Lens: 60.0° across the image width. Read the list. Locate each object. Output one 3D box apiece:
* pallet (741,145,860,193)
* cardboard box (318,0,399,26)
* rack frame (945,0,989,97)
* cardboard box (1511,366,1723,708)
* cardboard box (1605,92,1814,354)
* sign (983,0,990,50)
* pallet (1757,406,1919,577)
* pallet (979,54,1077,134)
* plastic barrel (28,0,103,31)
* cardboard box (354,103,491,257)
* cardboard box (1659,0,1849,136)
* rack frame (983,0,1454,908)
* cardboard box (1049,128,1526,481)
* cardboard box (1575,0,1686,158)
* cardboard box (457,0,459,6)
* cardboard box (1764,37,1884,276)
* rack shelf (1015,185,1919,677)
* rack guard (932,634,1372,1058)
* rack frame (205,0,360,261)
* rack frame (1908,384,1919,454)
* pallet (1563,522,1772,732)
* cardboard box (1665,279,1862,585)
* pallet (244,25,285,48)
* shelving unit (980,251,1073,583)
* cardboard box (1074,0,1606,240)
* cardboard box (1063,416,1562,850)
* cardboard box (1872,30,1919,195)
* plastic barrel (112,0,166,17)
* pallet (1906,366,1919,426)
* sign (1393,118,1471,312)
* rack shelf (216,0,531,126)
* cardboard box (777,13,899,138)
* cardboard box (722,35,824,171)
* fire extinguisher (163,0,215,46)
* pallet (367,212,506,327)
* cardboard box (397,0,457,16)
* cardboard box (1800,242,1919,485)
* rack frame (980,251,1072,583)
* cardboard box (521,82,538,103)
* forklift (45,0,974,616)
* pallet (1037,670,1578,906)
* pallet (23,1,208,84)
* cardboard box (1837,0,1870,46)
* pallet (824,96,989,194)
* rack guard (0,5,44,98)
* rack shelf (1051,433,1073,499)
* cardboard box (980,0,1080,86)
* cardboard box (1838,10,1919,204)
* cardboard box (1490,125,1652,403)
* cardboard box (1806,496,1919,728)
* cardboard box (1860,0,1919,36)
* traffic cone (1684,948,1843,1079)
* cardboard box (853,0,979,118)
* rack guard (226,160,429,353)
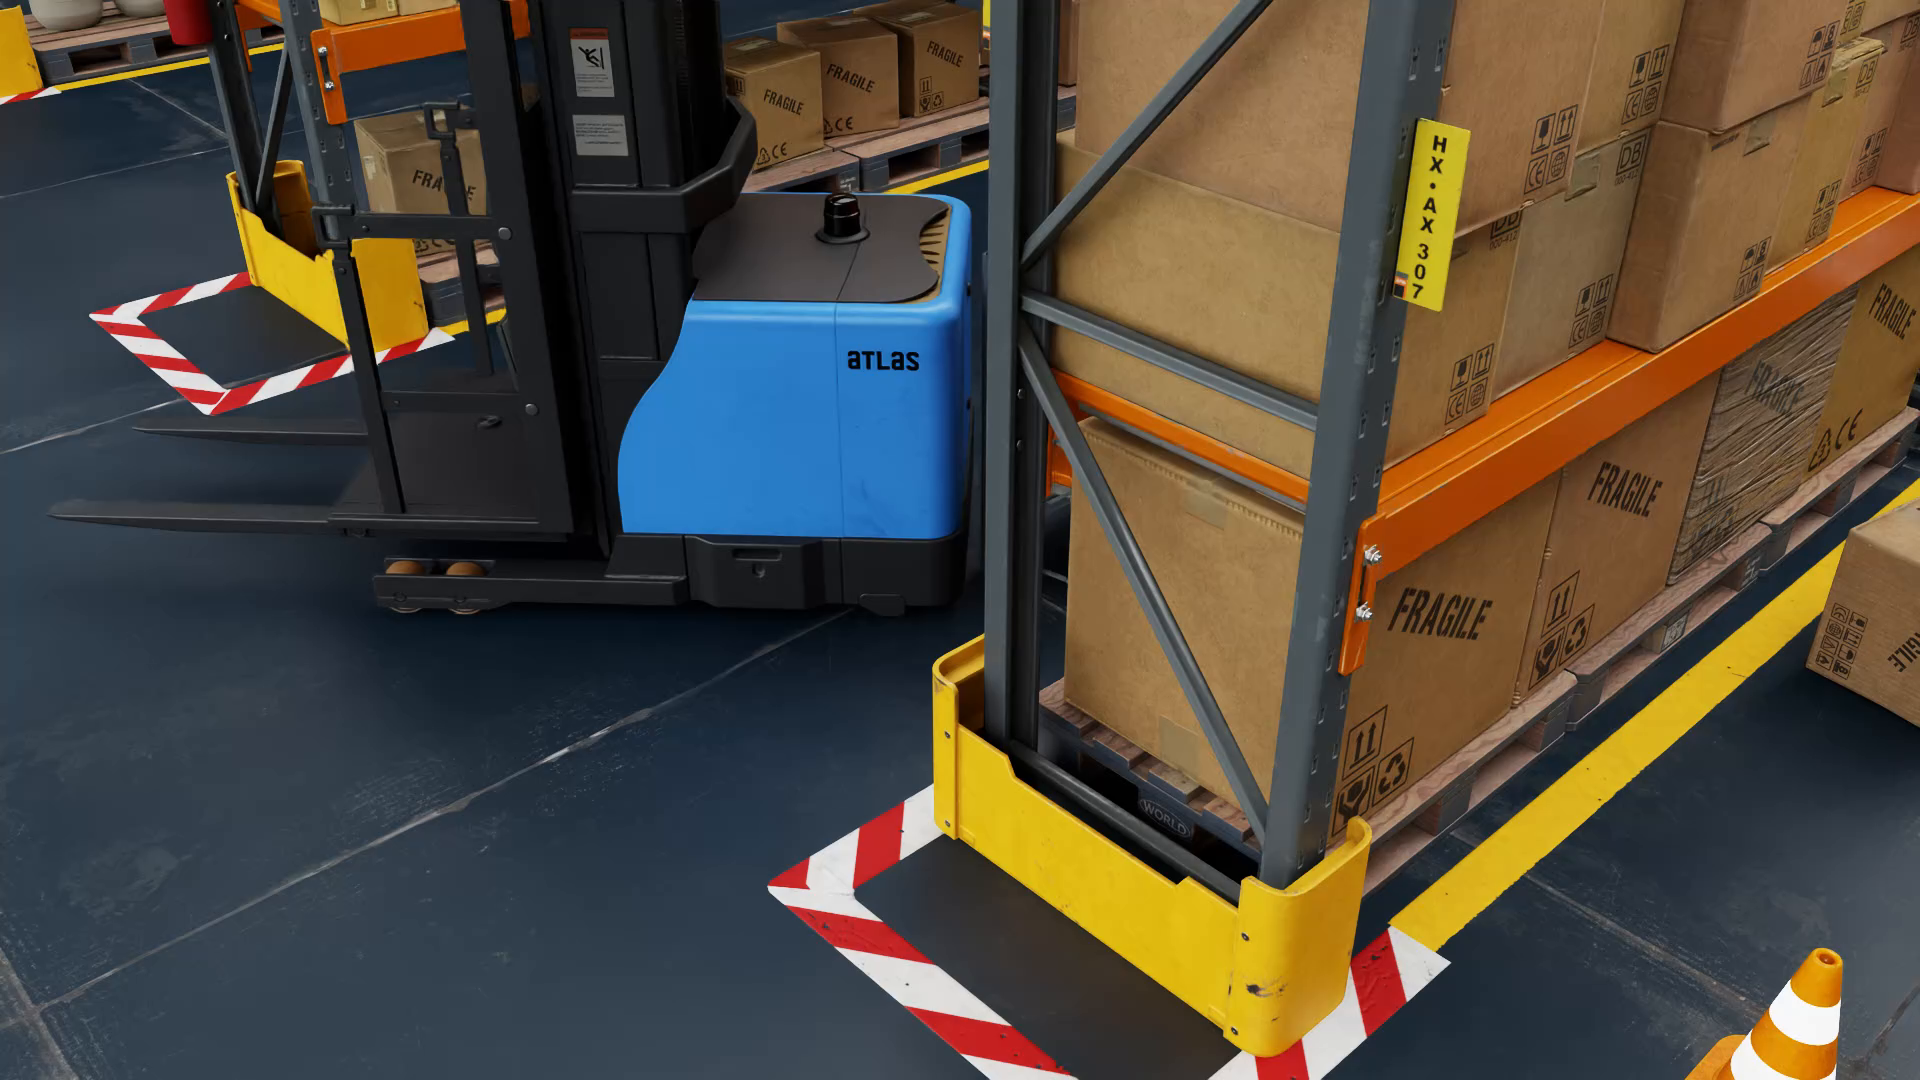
[{"bbox_3d":[-1.285,-1.848,8.570,1.213,0.211,1.003,-26,40,-35],"label":"pallet"},{"bbox_3d":[-2.484,-2.208,6.727,0.250,0.149,0.380,-26,40,-35],"label":"cardboard box"},{"bbox_3d":[0.078,-3.725,8.966,0.127,3.000,1.000,-26,40,-35],"label":"rack frame"},{"bbox_3d":[1.540,-0.224,4.875,0.875,0.875,0.875,-27,40,-36],"label":"cardboard box"},{"bbox_3d":[1.569,-0.940,4.267,0.550,0.550,0.875,-26,40,-35],"label":"cardboard box"},{"bbox_3d":[0.085,-1.180,3.468,0.005,0.325,0.100,-26,40,-35],"label":"sign"},{"bbox_3d":[2.766,-0.362,6.140,1.213,0.211,1.003,-26,40,-35],"label":"pallet"},{"bbox_3d":[0.648,-2.812,10.146,1.213,0.211,1.003,-26,40,-35],"label":"pallet"},{"bbox_3d":[-5.792,-3.581,10.713,0.421,0.512,0.421,0,31,0],"label":"plastic barrel"},{"bbox_3d":[-2.385,-1.634,7.540,0.500,0.500,0.500,-18,36,-27],"label":"cardboard box"},{"bbox_3d":[1.586,-1.391,3.971,0.550,0.550,0.875,-26,40,-35],"label":"cardboard box"},{"bbox_3d":[0.444,-0.373,3.484,0.127,3.000,1.000,-26,40,-35],"label":"rack frame"},{"bbox_3d":[0.685,-0.585,3.688,0.550,0.550,0.875,-26,40,-35],"label":"cardboard box"},{"bbox_3d":[1.083,-1.244,3.731,0.550,0.550,0.875,-26,40,-35],"label":"cardboard box"},{"bbox_3d":[-2.094,-2.373,6.996,0.250,0.149,0.380,-26,40,-35],"label":"cardboard box"},{"bbox_3d":[1.930,-1.143,4.601,0.500,0.550,0.875,-26,40,-35],"label":"cardboard box"},{"bbox_3d":[1.910,-0.775,4.832,4.000,0.370,1.077,-26,40,-35],"label":"rack shelf"},{"bbox_3d":[0.426,0.702,4.122,0.348,0.500,1.175,-26,40,-35],"label":"rack guard"},{"bbox_3d":[-2.855,-2.306,6.645,0.127,3.000,1.000,-26,40,-35],"label":"rack frame"},{"bbox_3d":[3.377,-1.791,5.804,0.127,3.000,1.000,-26,40,-35],"label":"rack frame"},{"bbox_3d":[1.871,0.073,5.428,1.213,0.211,1.003,-26,40,-35],"label":"pallet"},{"bbox_3d":[2.210,-0.547,5.403,0.875,0.875,0.875,-25,40,-35],"label":"cardboard box"},{"bbox_3d":[-4.705,-3.772,11.717,1.213,0.211,1.003,-26,40,-35],"label":"pallet"},{"bbox_3d":[0.578,-0.525,5.530,0.538,1.125,1.048,21,37,30],"label":"shelving unit"},{"bbox_3d":[0.742,-1.014,3.354,0.550,0.550,0.875,-26,40,-35],"label":"cardboard box"},{"bbox_3d":[0.896,0.089,4.363,0.875,0.875,0.875,-26,40,-35],"label":"cardboard box"},{"bbox_3d":[2.726,-1.516,5.210,0.550,0.550,0.875,-26,40,-35],"label":"cardboard box"},{"bbox_3d":[-5.424,-3.759,11.004,0.421,0.512,0.421,0,31,0],"label":"plastic barrel"},{"bbox_3d":[3.891,-0.904,7.026,1.213,0.211,1.003,-26,40,-35],"label":"pallet"},{"bbox_3d":[0.817,-0.561,2.887,0.005,0.325,0.100,-26,40,-35],"label":"sign"},{"bbox_3d":[-1.388,-2.708,7.993,4.000,0.370,1.077,-26,40,-35],"label":"rack shelf"},{"bbox_3d":[-0.657,-2.505,8.964,0.500,0.500,0.500,-13,34,-21],"label":"cardboard box"},{"bbox_3d":[-1.059,-2.254,8.555,0.500,0.500,0.500,25,39,35],"label":"cardboard box"},{"bbox_3d":[-3.252,-2.408,6.888,0.183,0.674,0.296,-26,40,-35],"label":"fire extinguisher"},{"bbox_3d":[-2.179,-1.418,7.866,1.213,0.211,1.003,-26,40,-35],"label":"pallet"},{"bbox_3d":[-2.287,-2.290,6.860,0.250,0.149,0.380,-26,40,-35],"label":"cardboard box"},{"bbox_3d":[2.868,-0.868,5.928,0.875,0.875,0.875,-25,39,-35],"label":"cardboard box"},{"bbox_3d":[0.279,-0.310,5.179,0.500,1.125,0.032,21,37,30],"label":"rack frame"},{"bbox_3d":[-1.970,-1.859,7.908,0.500,0.500,0.500,-15,35,-23],"label":"cardboard box"},{"bbox_3d":[-1.482,-1.285,5.041,3.031,2.935,1.130,1,31,2],"label":"forklift"},{"bbox_3d":[0.977,0.504,4.724,1.213,0.211,1.003,-26,40,-35],"label":"pallet"},{"bbox_3d":[-5.599,-3.342,11.013,1.213,0.211,1.003,-26,40,-35],"label":"pallet"},{"bbox_3d":[1.886,-1.629,4.360,0.500,0.550,0.875,-26,40,-35],"label":"cardboard box"},{"bbox_3d":[-0.390,-2.283,9.282,1.213,0.211,1.003,-26,40,-35],"label":"pallet"},{"bbox_3d":[-6.199,-3.179,10.470,0.348,0.500,1.175,-26,40,-35],"label":"rack guard"},{"bbox_3d":[0.578,-0.316,5.657,0.538,0.278,1.000,21,37,30],"label":"rack shelf"},{"bbox_3d":[0.543,-3.055,9.846,0.700,0.500,0.500,26,40,35],"label":"cardboard box"},{"bbox_3d":[2.250,-1.370,4.971,0.550,0.550,0.875,-26,40,-35],"label":"cardboard box"},{"bbox_3d":[1.073,-0.789,4.021,0.550,0.550,0.875,-26,40,-35],"label":"cardboard box"},{"bbox_3d":[2.936,0.217,4.913,0.500,0.500,0.500,-19,36,-28],"label":"cardboard box"},{"bbox_3d":[2.269,-1.820,4.672,0.550,0.550,0.875,-26,40,-35],"label":"cardboard box"},{"bbox_3d":[1.799,1.065,3.565,0.334,0.463,0.336,-26,40,-35],"label":"traffic cone"},{"bbox_3d":[-0.242,-2.711,9.301,0.500,0.500,0.500,-27,41,-37],"label":"cardboard box"},{"bbox_3d":[-2.799,-1.266,7.342,0.348,0.500,1.175,-26,40,-35],"label":"rack guard"}]
